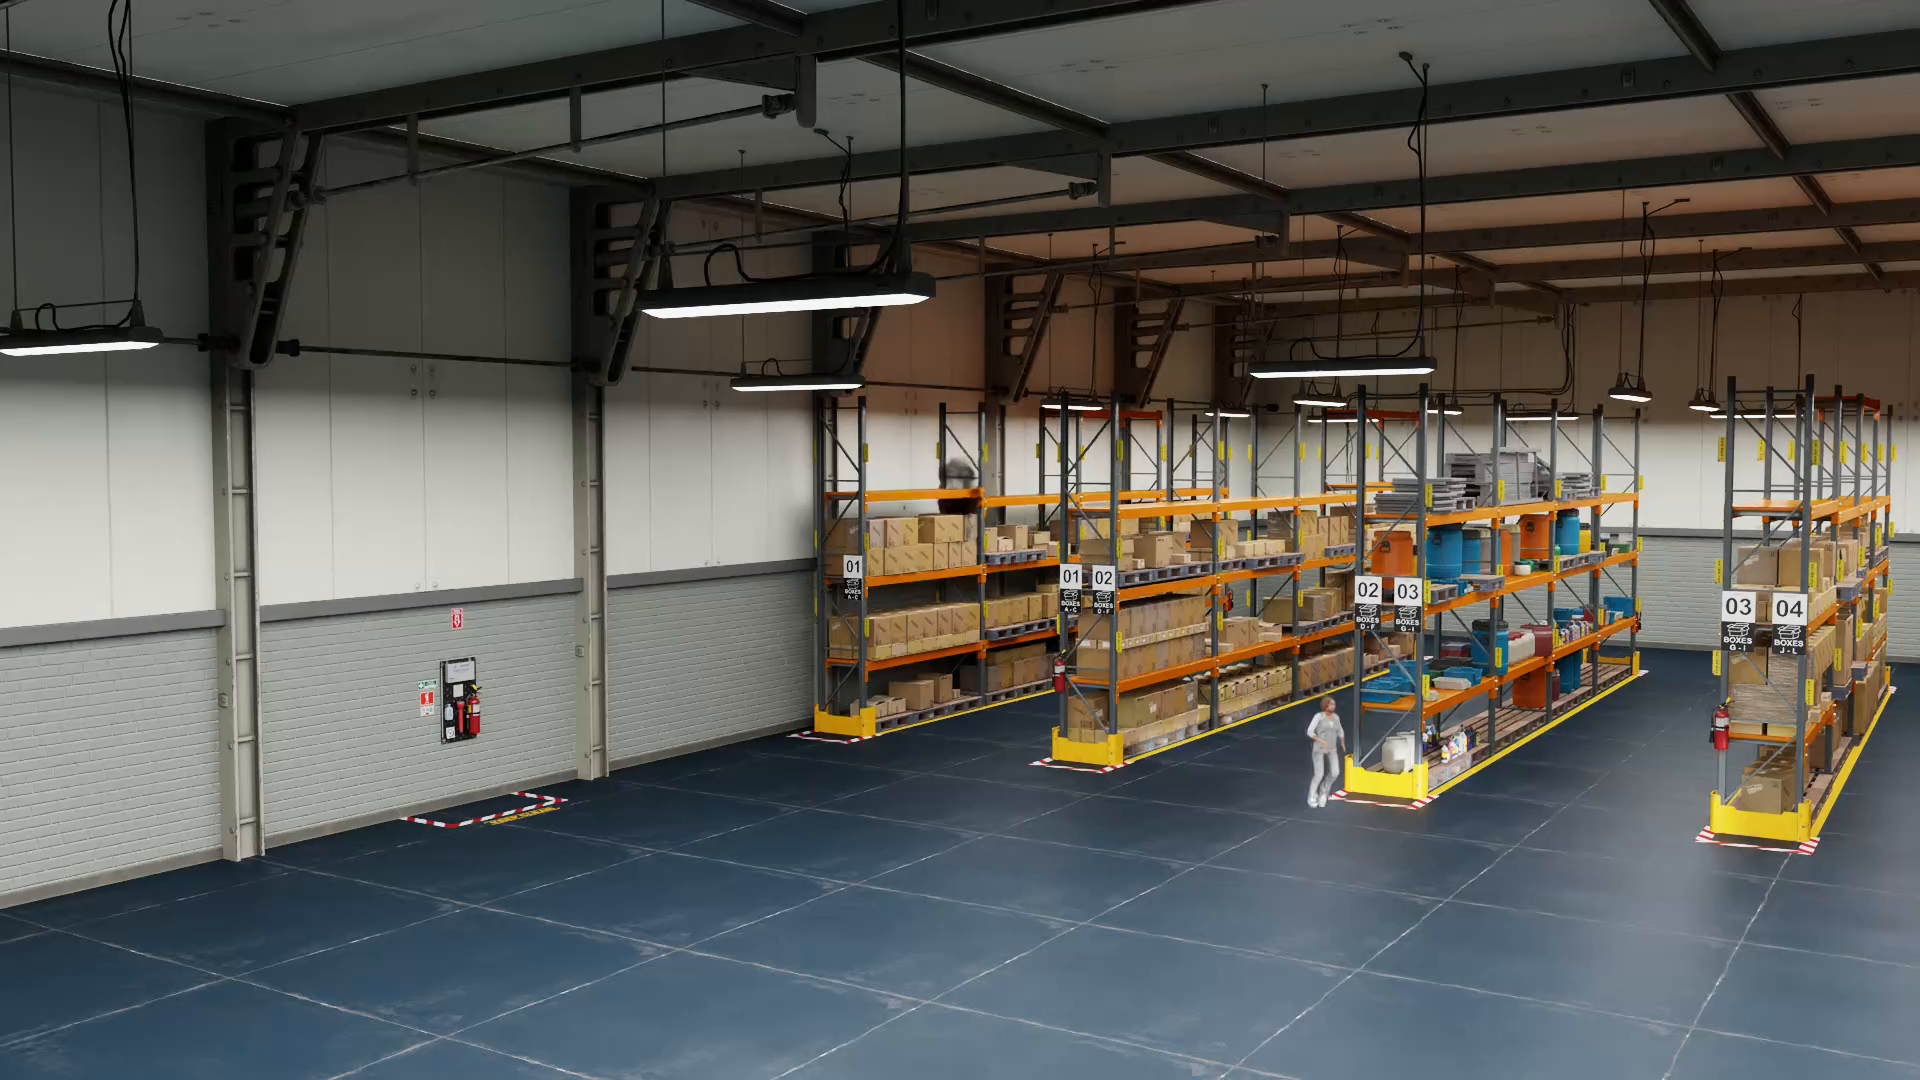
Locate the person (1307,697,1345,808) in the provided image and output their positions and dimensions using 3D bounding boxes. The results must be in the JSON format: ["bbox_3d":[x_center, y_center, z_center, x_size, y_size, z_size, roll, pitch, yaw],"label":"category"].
[{"bbox_3d":[5.176,2.988,23.417,0.616,1.556,0.553,-1,3,-14],"label":"person"}]
